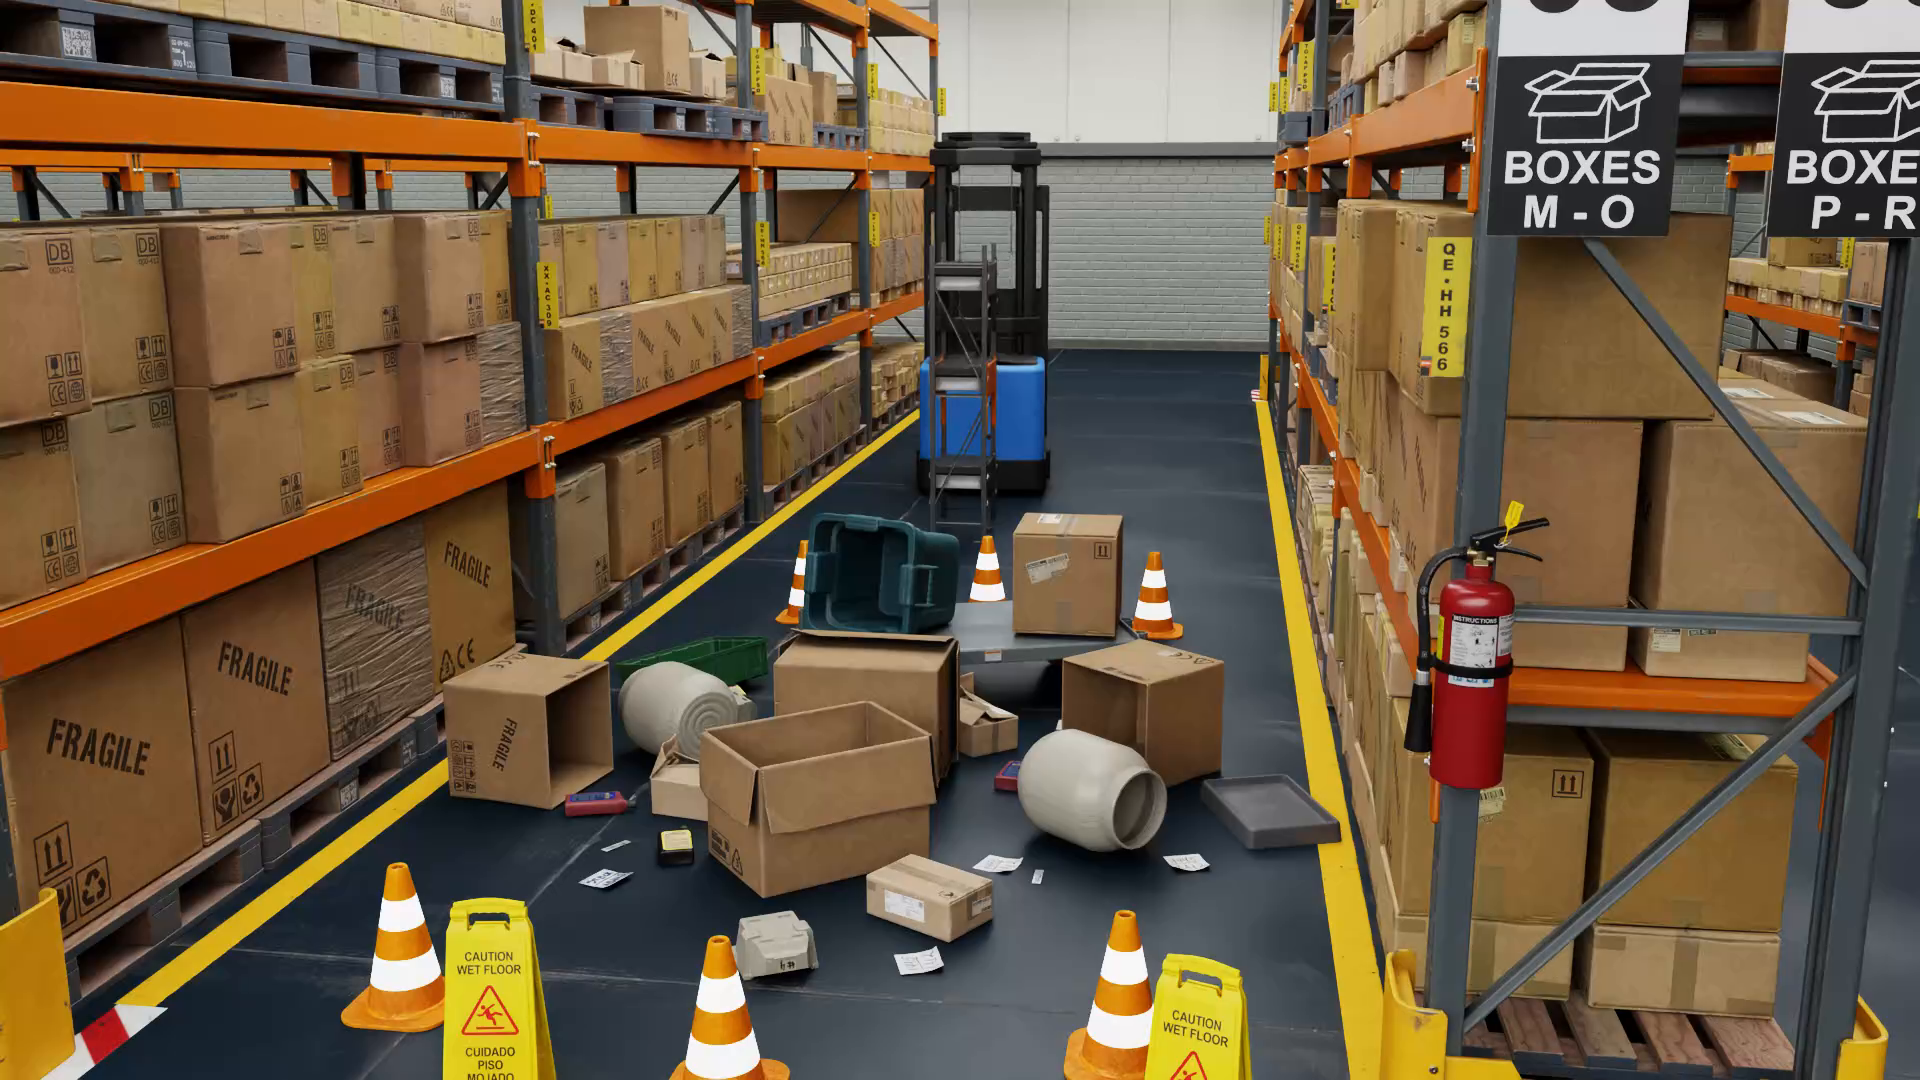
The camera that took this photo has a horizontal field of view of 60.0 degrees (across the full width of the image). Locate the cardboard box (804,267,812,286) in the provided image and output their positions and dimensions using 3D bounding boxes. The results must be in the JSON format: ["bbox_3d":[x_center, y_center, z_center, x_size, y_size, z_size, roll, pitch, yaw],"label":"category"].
[{"bbox_3d":[-1.481,-2.255,14.230,0.380,0.149,0.250,2,12,11],"label":"cardboard box"}]

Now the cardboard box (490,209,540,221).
[{"bbox_3d":[-5.459,-3.784,20.303,0.500,0.500,0.500,2,12,9],"label":"cardboard box"}]

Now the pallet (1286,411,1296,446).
[{"bbox_3d":[3.728,-1.094,16.571,1.003,0.211,1.213,2,12,9],"label":"pallet"}]

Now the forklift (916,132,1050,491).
[{"bbox_3d":[0.240,-2.099,14.777,1.130,2.935,3.031,1,12,2],"label":"forklift"}]

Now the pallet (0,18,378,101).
[{"bbox_3d":[-2.930,-1.776,6.203,1.003,0.211,1.213,2,12,9],"label":"pallet"}]

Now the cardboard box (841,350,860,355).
[{"bbox_3d":[-1.272,-2.057,18.776,0.380,0.149,0.250,2,12,11],"label":"cardboard box"}]

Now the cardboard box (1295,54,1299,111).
[{"bbox_3d":[2.903,-3.566,13.066,0.500,0.500,0.500,2,12,9],"label":"cardboard box"}]

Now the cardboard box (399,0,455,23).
[{"bbox_3d":[-2.504,-2.352,7.084,0.500,0.250,0.500,2,12,8],"label":"cardboard box"}]

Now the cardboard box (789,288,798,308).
[{"bbox_3d":[-1.559,-2.001,13.759,0.380,0.149,0.250,2,12,11],"label":"cardboard box"}]

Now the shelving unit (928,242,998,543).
[{"bbox_3d":[0.025,-1.061,11.932,0.431,2.100,0.503,2,12,9],"label":"shelving unit"}]

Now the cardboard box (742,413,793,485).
[{"bbox_3d":[-1.628,-0.731,13.201,0.500,0.500,0.500,1,12,6],"label":"cardboard box"}]

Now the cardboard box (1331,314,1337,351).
[{"bbox_3d":[2.222,-1.243,8.700,0.500,0.500,0.500,2,12,9],"label":"cardboard box"}]

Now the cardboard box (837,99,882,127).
[{"bbox_3d":[-1.062,-4.171,16.277,0.500,0.250,0.500,2,12,11],"label":"cardboard box"}]

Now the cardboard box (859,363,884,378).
[{"bbox_3d":[-1.007,-1.773,17.460,0.380,0.149,0.250,2,12,7],"label":"cardboard box"}]

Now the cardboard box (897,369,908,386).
[{"bbox_3d":[-0.775,-1.784,18.217,0.380,0.149,0.250,2,12,9],"label":"cardboard box"}]

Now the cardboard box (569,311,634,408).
[{"bbox_3d":[-2.180,-1.031,9.418,0.500,0.500,0.500,2,12,9],"label":"cardboard box"}]

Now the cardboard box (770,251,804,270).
[{"bbox_3d":[-1.525,-2.345,13.944,0.380,0.149,0.250,2,12,10],"label":"cardboard box"}]

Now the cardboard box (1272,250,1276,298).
[{"bbox_3d":[3.645,-2.881,18.005,0.500,0.500,0.500,2,12,8],"label":"cardboard box"}]

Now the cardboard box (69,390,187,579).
[{"bbox_3d":[-3.143,-0.210,5.494,0.875,0.550,0.550,2,12,9],"label":"cardboard box"}]

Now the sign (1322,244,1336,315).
[{"bbox_3d":[1.754,-1.220,7.785,0.100,0.325,0.005,2,12,9],"label":"sign"}]

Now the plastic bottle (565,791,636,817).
[{"bbox_3d":[-1.474,1.082,6.830,0.283,0.061,0.133,-2,12,-11],"label":"plastic bottle"}]

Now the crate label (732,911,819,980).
[{"bbox_3d":[-0.610,1.333,5.481,0.250,0.136,0.298,-5,13,-21],"label":"crate label"}]

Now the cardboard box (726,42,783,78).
[{"bbox_3d":[-1.574,-3.681,12.777,0.396,0.266,0.258,2,12,9],"label":"cardboard box"}]

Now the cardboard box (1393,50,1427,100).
[{"bbox_3d":[1.659,-1.552,5.550,0.380,0.149,0.250,2,12,8],"label":"cardboard box"}]

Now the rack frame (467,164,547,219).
[{"bbox_3d":[-5.643,-3.456,20.908,1.000,3.000,0.127,2,12,9],"label":"rack frame"}]

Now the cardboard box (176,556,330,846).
[{"bbox_3d":[-3.047,0.564,6.304,0.875,0.875,0.875,2,12,8],"label":"cardboard box"}]

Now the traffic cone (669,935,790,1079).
[{"bbox_3d":[-0.670,1.340,4.678,0.336,0.463,0.334,2,12,9],"label":"traffic cone"}]

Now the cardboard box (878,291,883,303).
[{"bbox_3d":[-1.003,-2.536,17.239,0.380,0.149,0.250,1,12,6],"label":"cardboard box"}]

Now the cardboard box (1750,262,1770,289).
[{"bbox_3d":[8.566,-2.750,17.285,0.500,0.250,0.500,2,12,8],"label":"cardboard box"}]

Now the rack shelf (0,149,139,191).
[{"bbox_3d":[-7.181,-2.489,11.008,1.077,0.370,4.000,2,12,9],"label":"rack shelf"}]

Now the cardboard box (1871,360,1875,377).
[{"bbox_3d":[8.128,-1.466,14.366,0.380,0.149,0.250,1,12,6],"label":"cardboard box"}]

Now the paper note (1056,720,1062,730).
[{"bbox_3d":[0.536,0.870,7.884,0.148,0.019,0.142,2,12,9],"label":"paper note"}]

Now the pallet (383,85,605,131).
[{"bbox_3d":[-2.511,-2.341,9.070,0.805,0.209,1.217,1,12,6],"label":"pallet"}]

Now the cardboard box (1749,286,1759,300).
[{"bbox_3d":[8.633,-2.631,17.679,0.380,0.149,0.250,2,12,10],"label":"cardboard box"}]

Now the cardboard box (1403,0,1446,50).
[{"bbox_3d":[1.654,-1.670,5.154,0.500,0.250,0.500,2,12,10],"label":"cardboard box"}]

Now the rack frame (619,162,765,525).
[{"bbox_3d":[-1.988,-1.608,12.337,1.000,3.000,0.127,2,12,9],"label":"rack frame"}]

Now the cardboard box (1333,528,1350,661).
[{"bbox_3d":[1.946,0.250,7.464,0.500,0.500,0.500,2,12,11],"label":"cardboard box"}]

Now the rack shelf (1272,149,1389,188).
[{"bbox_3d":[3.841,-3.833,17.246,1.077,0.370,4.000,2,12,9],"label":"rack shelf"}]

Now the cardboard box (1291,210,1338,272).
[{"bbox_3d":[2.978,-2.438,13.576,0.500,0.500,0.500,2,12,8],"label":"cardboard box"}]

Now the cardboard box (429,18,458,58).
[{"bbox_3d":[-2.420,-2.181,7.236,0.380,0.149,0.250,2,12,10],"label":"cardboard box"}]

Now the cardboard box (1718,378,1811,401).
[{"bbox_3d":[2.111,-0.196,4.838,0.500,0.500,0.500,2,12,10],"label":"cardboard box"}]

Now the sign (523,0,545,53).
[{"bbox_3d":[-2.055,-2.516,8.012,0.100,0.325,0.005,2,12,9],"label":"sign"}]

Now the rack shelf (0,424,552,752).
[{"bbox_3d":[-2.911,-0.008,6.617,1.077,0.370,4.000,2,12,9],"label":"rack shelf"}]

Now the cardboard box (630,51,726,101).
[{"bbox_3d":[-1.853,-3.058,10.921,0.500,0.311,0.500,2,12,9],"label":"cardboard box"}]

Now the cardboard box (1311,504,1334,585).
[{"bbox_3d":[2.594,0.039,9.933,0.950,0.372,0.625,2,12,11],"label":"cardboard box"}]

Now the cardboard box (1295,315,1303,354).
[{"bbox_3d":[2.739,-1.509,12.234,0.500,0.250,0.500,1,12,7],"label":"cardboard box"}]

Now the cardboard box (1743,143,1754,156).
[{"bbox_3d":[8.775,-4.259,18.113,0.380,0.149,0.250,2,12,10],"label":"cardboard box"}]

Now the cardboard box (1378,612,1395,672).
[{"bbox_3d":[1.585,0.345,5.481,0.380,0.149,0.250,2,12,10],"label":"cardboard box"}]

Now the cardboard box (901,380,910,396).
[{"bbox_3d":[-0.762,-1.697,18.518,0.380,0.149,0.250,2,12,10],"label":"cardboard box"}]

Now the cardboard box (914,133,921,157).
[{"bbox_3d":[-0.727,-4.354,18.314,0.500,0.250,0.500,2,12,11],"label":"cardboard box"}]

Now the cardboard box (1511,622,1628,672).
[{"bbox_3d":[1.534,0.234,4.383,0.380,0.149,0.250,2,12,11],"label":"cardboard box"}]

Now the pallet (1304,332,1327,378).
[{"bbox_3d":[2.914,-1.224,11.006,1.213,0.211,1.003,2,12,9],"label":"pallet"}]
